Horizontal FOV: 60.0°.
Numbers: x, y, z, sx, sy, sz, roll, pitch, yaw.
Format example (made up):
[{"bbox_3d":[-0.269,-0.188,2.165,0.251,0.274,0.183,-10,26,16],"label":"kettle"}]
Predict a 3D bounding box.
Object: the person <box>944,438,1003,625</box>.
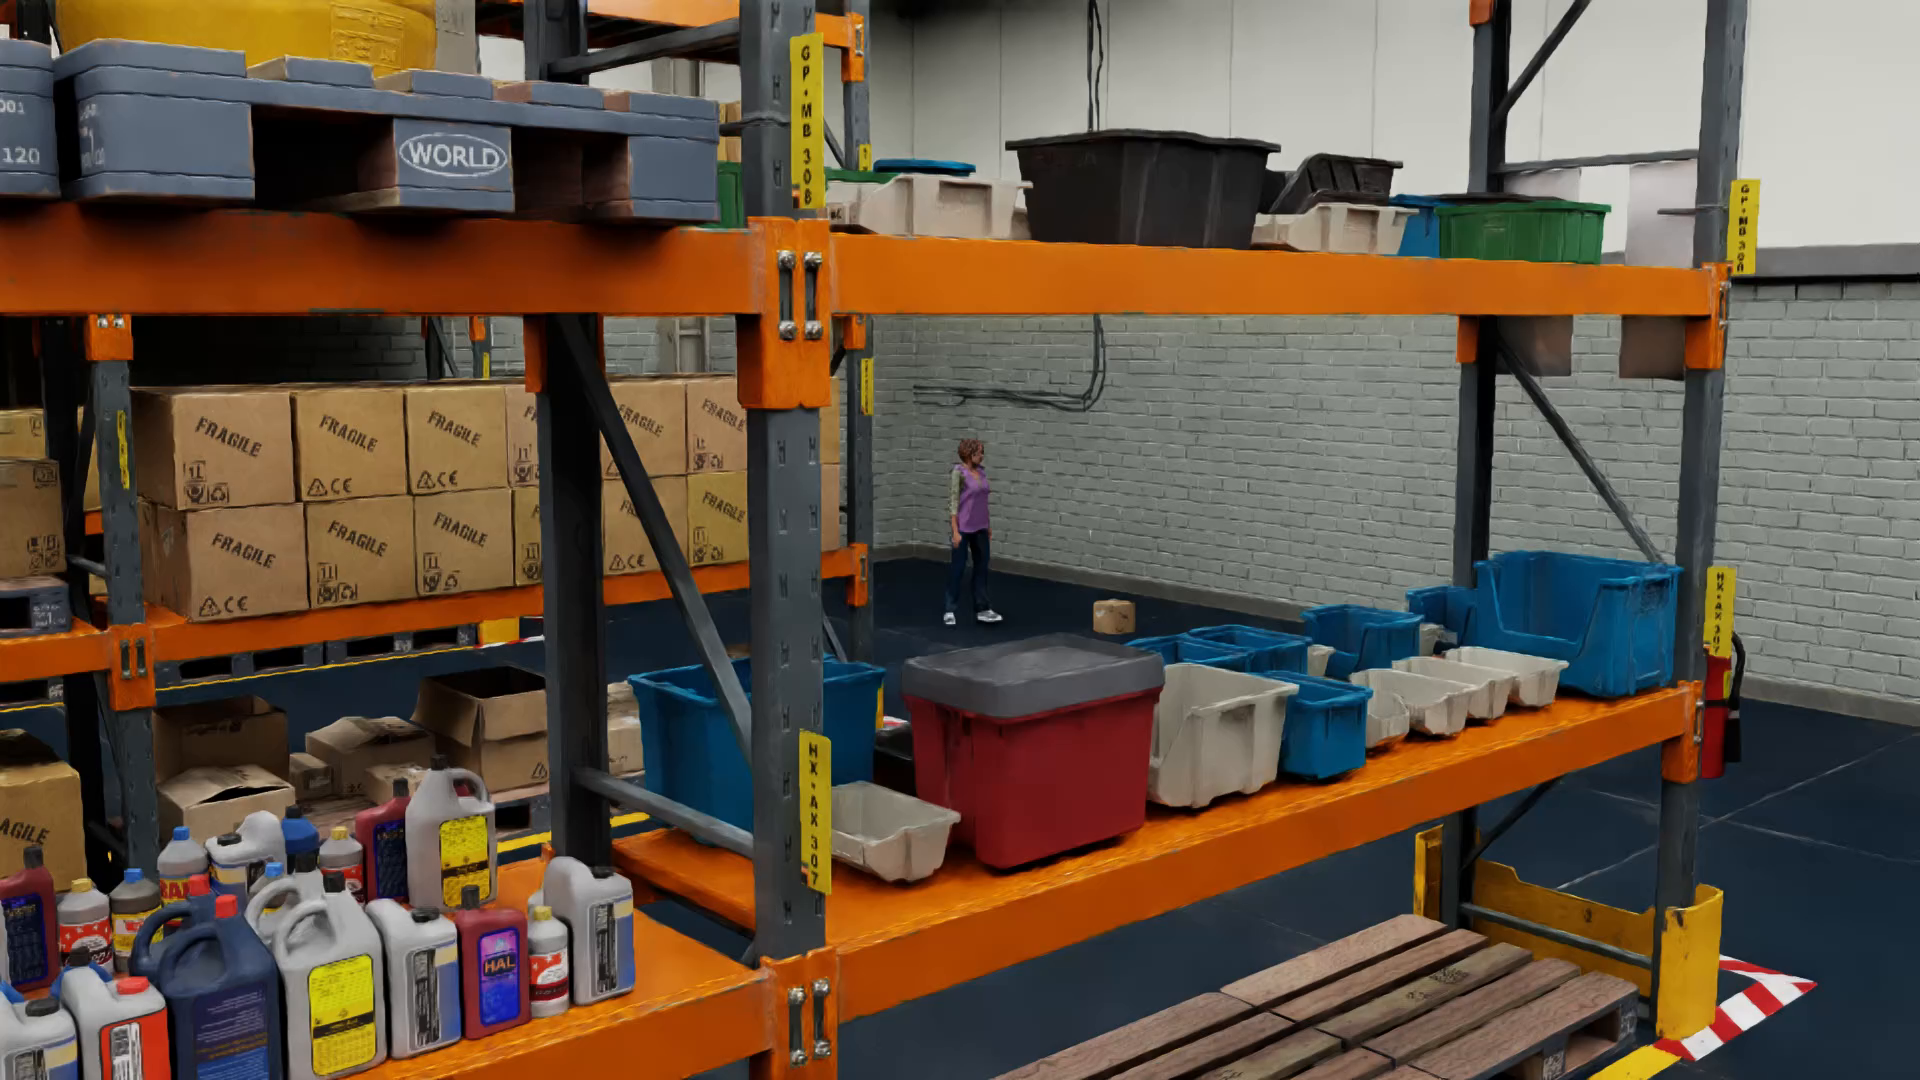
[{"bbox_3d":[0.102,-0.072,14.235,0.511,1.583,0.456,-7,11,-44],"label":"person"}]
